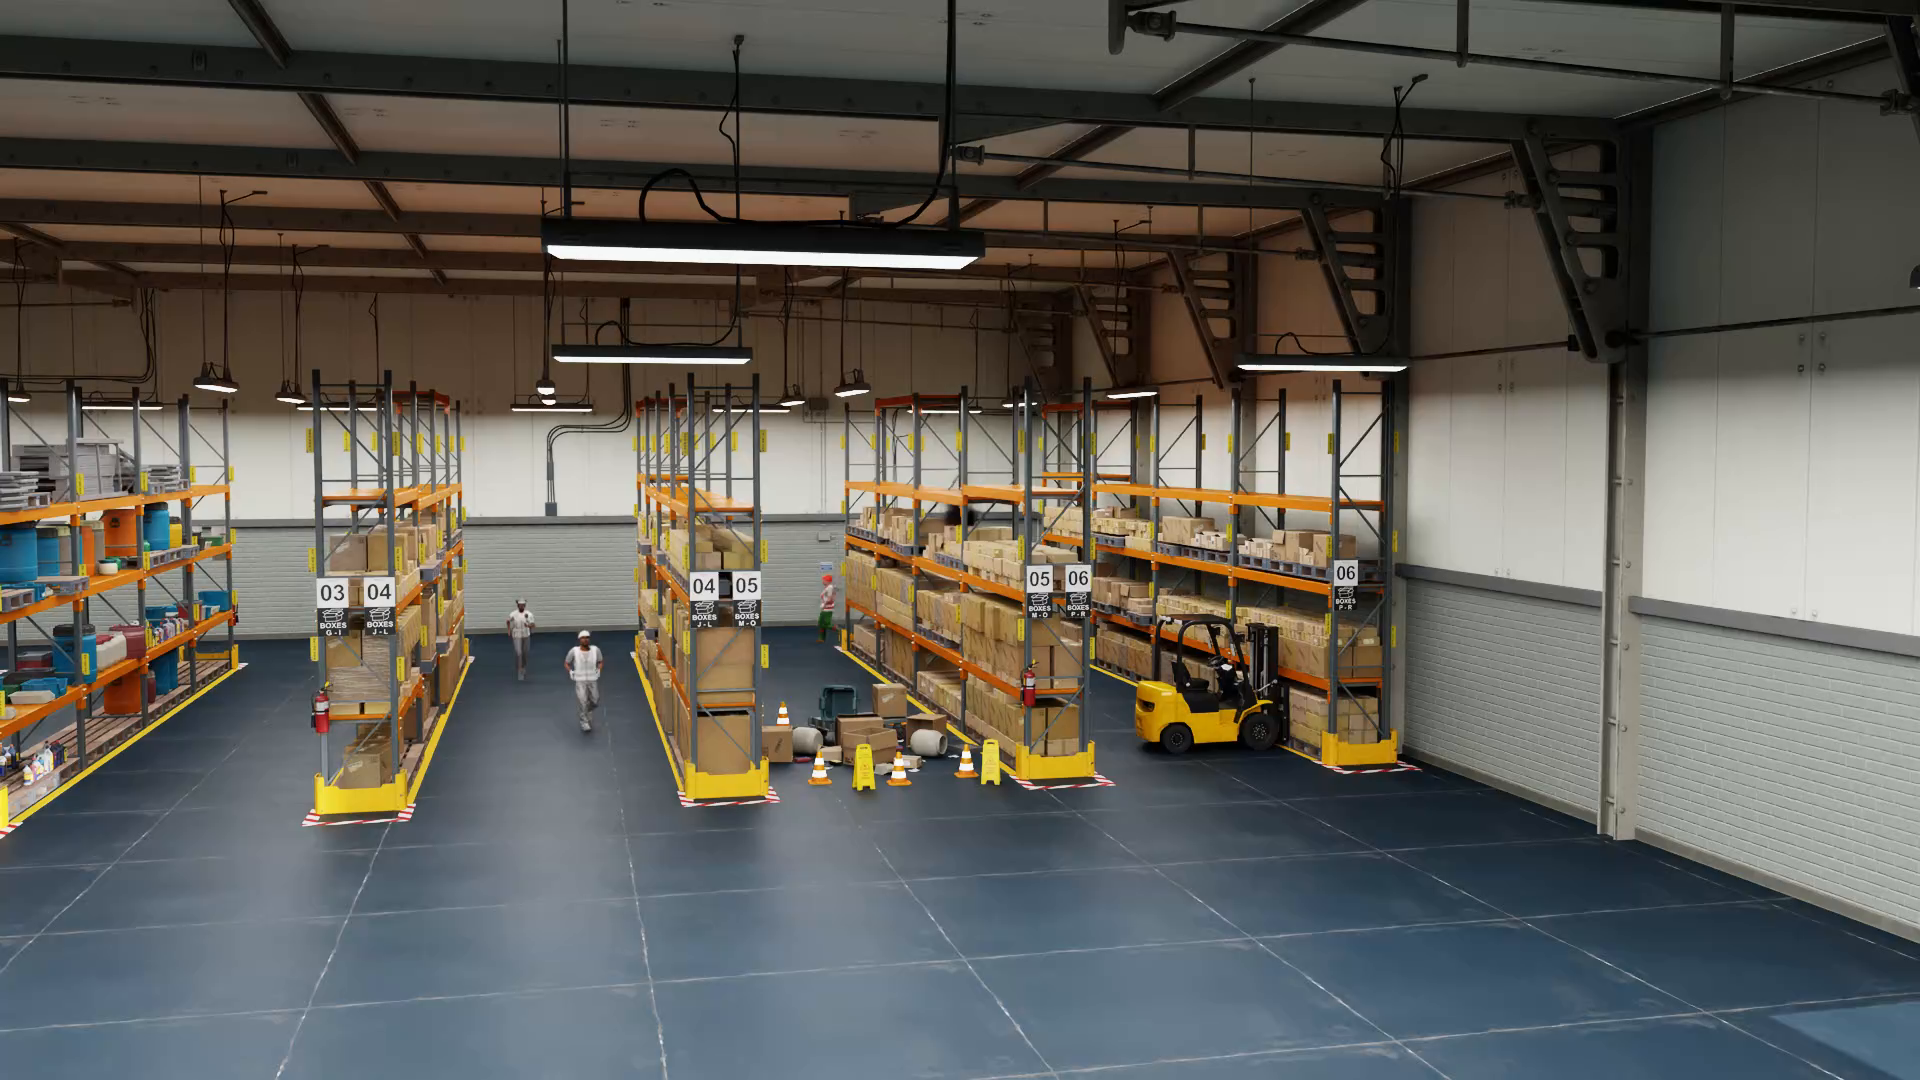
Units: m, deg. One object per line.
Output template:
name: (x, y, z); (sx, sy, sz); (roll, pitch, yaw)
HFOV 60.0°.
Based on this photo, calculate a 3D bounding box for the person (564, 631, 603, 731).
person: (-6.575, 2.453, 29.127); (0.685, 1.735, 0.667); (-1, 4, -22)

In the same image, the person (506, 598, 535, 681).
person: (-9.355, 2.090, 35.473); (0.564, 1.715, 0.880); (-1, 4, -22)

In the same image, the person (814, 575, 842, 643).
person: (-3.259, 1.732, 41.586); (0.834, 1.733, 0.718); (0, 3, -2)
